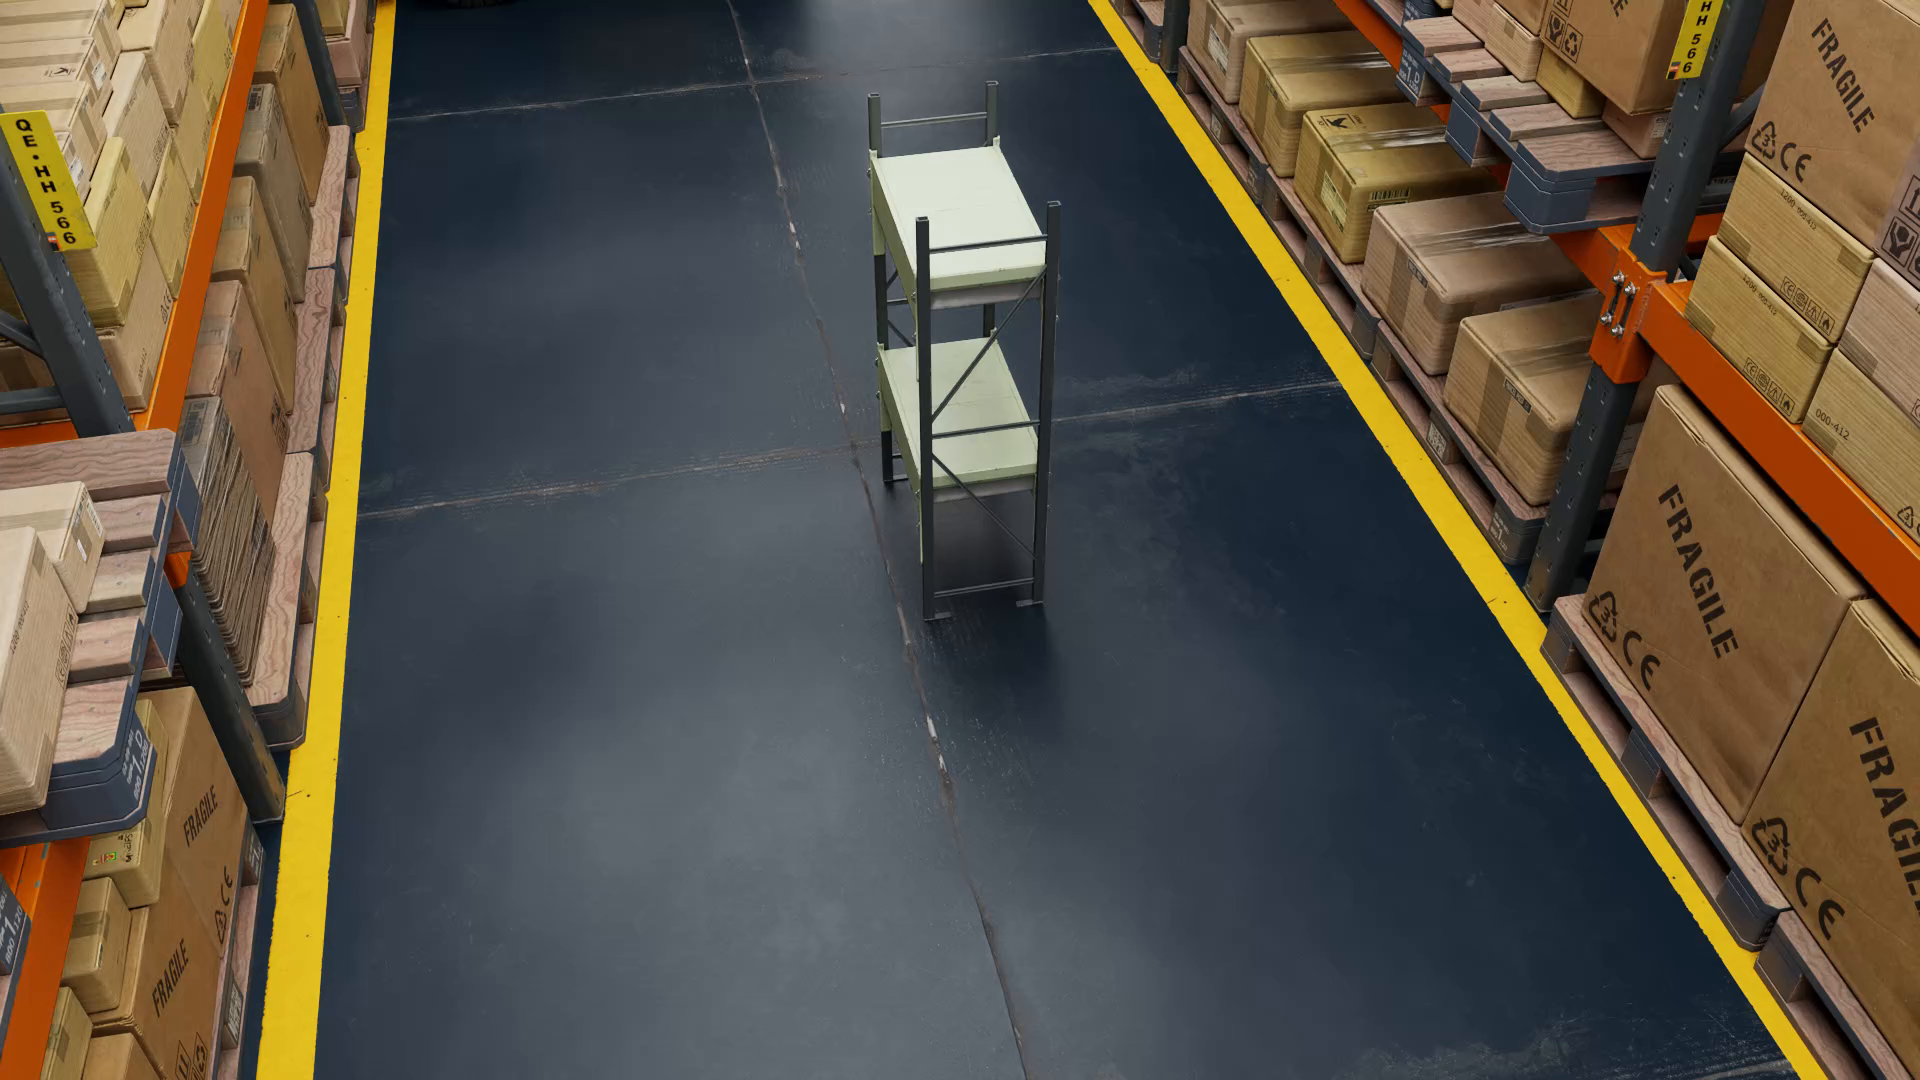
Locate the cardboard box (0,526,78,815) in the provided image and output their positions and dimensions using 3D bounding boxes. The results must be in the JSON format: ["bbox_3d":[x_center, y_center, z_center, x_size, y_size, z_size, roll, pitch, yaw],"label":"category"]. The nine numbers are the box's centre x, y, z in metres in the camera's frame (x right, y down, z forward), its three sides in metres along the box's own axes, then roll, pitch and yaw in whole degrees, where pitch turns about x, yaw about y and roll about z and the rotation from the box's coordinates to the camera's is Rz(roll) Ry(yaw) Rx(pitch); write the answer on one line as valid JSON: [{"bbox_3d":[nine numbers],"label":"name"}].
[{"bbox_3d":[-1.922,0.266,2.988,0.500,0.250,0.500,-10,43,-11],"label":"cardboard box"}]

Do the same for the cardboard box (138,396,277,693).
[{"bbox_3d":[-2.587,0.054,4.902,0.875,0.625,0.625,-7,42,-8],"label":"cardboard box"}]

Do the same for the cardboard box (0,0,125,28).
[{"bbox_3d":[-2.539,-1.462,4.573,0.380,0.149,0.250,-8,42,-9],"label":"cardboard box"}]

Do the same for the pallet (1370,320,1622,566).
[{"bbox_3d":[2.213,-0.448,6.096,1.003,0.211,1.213,-8,42,-9],"label":"pallet"}]

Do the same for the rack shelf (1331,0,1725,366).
[{"bbox_3d":[1.948,-2.012,6.299,1.077,0.370,4.000,-8,42,-9],"label":"rack shelf"}]

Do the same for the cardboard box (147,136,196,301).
[{"bbox_3d":[-2.427,-0.864,4.577,0.500,0.250,0.500,-9,42,-10],"label":"cardboard box"}]

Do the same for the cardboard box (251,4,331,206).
[{"bbox_3d":[-3.206,-1.796,6.986,0.875,0.625,0.625,-7,42,-7],"label":"cardboard box"}]

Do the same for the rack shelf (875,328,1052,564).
[{"bbox_3d":[-0.001,-0.321,5.473,0.431,0.370,0.720,-8,42,-9],"label":"rack shelf"}]

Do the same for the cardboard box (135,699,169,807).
[{"bbox_3d":[-2.112,0.548,3.951,0.380,0.149,0.250,-10,43,-11],"label":"cardboard box"}]

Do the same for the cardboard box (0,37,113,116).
[{"bbox_3d":[-2.386,-1.135,4.206,0.380,0.149,0.250,-7,42,-8],"label":"cardboard box"}]

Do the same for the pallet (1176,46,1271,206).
[{"bbox_3d":[1.686,-2.030,7.878,1.003,0.211,1.213,-8,42,-9],"label":"pallet"}]

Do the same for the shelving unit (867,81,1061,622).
[{"bbox_3d":[-0.001,-0.565,5.257,0.431,1.500,0.755,-8,42,-9],"label":"shelving unit"}]

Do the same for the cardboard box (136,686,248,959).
[{"bbox_3d":[-2.165,0.750,4.212,0.500,0.500,0.500,-7,42,-8],"label":"cardboard box"}]

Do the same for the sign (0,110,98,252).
[{"bbox_3d":[-1.938,-0.758,3.532,0.100,0.325,0.005,-8,42,-9],"label":"sign"}]

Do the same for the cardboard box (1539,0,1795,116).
[{"bbox_3d":[2.010,-1.545,4.615,0.500,0.500,0.500,-9,42,-11],"label":"cardboard box"}]

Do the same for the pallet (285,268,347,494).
[{"bbox_3d":[-2.865,-0.557,6.218,1.003,0.211,1.213,-8,42,-9],"label":"pallet"}]

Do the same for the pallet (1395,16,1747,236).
[{"bbox_3d":[2.122,-1.360,5.167,1.213,0.211,1.003,-8,42,-9],"label":"pallet"}]

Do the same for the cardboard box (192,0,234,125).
[{"bbox_3d":[-2.655,-1.534,5.331,0.500,0.250,0.500,-7,42,-8],"label":"cardboard box"}]

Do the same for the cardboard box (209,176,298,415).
[{"bbox_3d":[-2.881,-0.805,5.870,0.875,0.625,0.625,-10,43,-11],"label":"cardboard box"}]

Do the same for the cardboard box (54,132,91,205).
[{"bbox_3d":[-2.247,-0.800,3.827,0.380,0.149,0.250,-7,42,-8],"label":"cardboard box"}]

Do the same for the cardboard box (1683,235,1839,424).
[{"bbox_3d":[2.240,-0.575,4.251,0.500,0.250,0.500,-9,42,-10],"label":"cardboard box"}]

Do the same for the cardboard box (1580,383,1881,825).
[{"bbox_3d":[2.448,0.113,4.648,0.875,0.875,0.875,-9,42,-10],"label":"cardboard box"}]

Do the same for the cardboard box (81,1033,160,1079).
[{"bbox_3d":[-1.951,1.415,3.463,0.500,0.500,0.500,-7,42,-7],"label":"cardboard box"}]

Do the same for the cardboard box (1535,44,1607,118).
[{"bbox_3d":[1.951,-1.390,4.929,0.380,0.149,0.250,-8,42,-9],"label":"cardboard box"}]

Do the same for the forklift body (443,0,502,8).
[{"bbox_3d":[-2.002,-4.171,8.829,2.313,2.155,1.214,-8,42,-9],"label":"forklift body"}]

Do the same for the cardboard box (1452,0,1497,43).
[{"bbox_3d":[1.806,-1.711,5.291,0.380,0.149,0.250,-10,43,-11],"label":"cardboard box"}]

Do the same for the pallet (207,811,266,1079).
[{"bbox_3d":[-2.342,1.261,4.170,1.003,0.211,1.213,-8,42,-9],"label":"pallet"}]

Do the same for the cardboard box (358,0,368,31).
[{"bbox_3d":[-3.235,-2.680,8.265,0.500,0.250,0.500,-9,42,-10],"label":"cardboard box"}]

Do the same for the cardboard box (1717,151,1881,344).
[{"bbox_3d":[2.248,-0.752,4.074,0.500,0.250,0.500,-9,42,-10],"label":"cardboard box"}]

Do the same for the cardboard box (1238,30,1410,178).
[{"bbox_3d":[1.791,-1.947,7.346,0.950,0.372,0.625,-6,42,-7],"label":"cardboard box"}]

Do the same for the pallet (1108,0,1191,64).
[{"bbox_3d":[1.337,-2.965,8.931,1.003,0.211,1.213,-8,42,-9],"label":"pallet"}]

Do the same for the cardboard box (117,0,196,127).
[{"bbox_3d":[-2.525,-1.391,4.794,0.500,0.250,0.500,-9,42,-10],"label":"cardboard box"}]

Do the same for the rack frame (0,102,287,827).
[{"bbox_3d":[-2.466,-0.271,3.796,1.000,3.000,0.127,-8,42,-9],"label":"rack frame"}]

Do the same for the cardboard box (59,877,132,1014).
[{"bbox_3d":[-2.009,0.898,3.557,0.380,0.149,0.250,-10,43,-11],"label":"cardboard box"}]

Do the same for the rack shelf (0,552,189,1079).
[{"bbox_3d":[-2.034,1.295,2.574,1.077,0.370,4.000,-8,42,-9],"label":"rack shelf"}]

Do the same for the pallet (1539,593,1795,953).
[{"bbox_3d":[2.477,0.580,4.937,1.003,0.211,1.213,-8,42,-9],"label":"pallet"}]

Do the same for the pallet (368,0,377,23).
[{"bbox_3d":[-3.727,-3.135,9.122,1.003,0.211,1.213,-8,42,-9],"label":"pallet"}]

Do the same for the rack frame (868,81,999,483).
[{"bbox_3d":[-0.080,-0.802,5.524,0.400,1.500,0.023,-8,42,-9],"label":"rack frame"}]

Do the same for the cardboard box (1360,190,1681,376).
[{"bbox_3d":[2.101,-1.004,6.284,0.950,0.372,0.625,-9,42,-10],"label":"cardboard box"}]

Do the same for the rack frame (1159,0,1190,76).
[{"bbox_3d":[1.517,-3.577,7.521,1.000,3.000,0.127,-8,42,-9],"label":"rack frame"}]

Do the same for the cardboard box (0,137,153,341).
[{"bbox_3d":[-2.299,-0.728,4.047,0.500,0.250,0.500,-8,42,-9],"label":"cardboard box"}]

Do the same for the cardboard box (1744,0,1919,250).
[{"bbox_3d":[2.248,-1.041,3.835,0.500,0.500,0.500,-10,43,-11],"label":"cardboard box"}]
